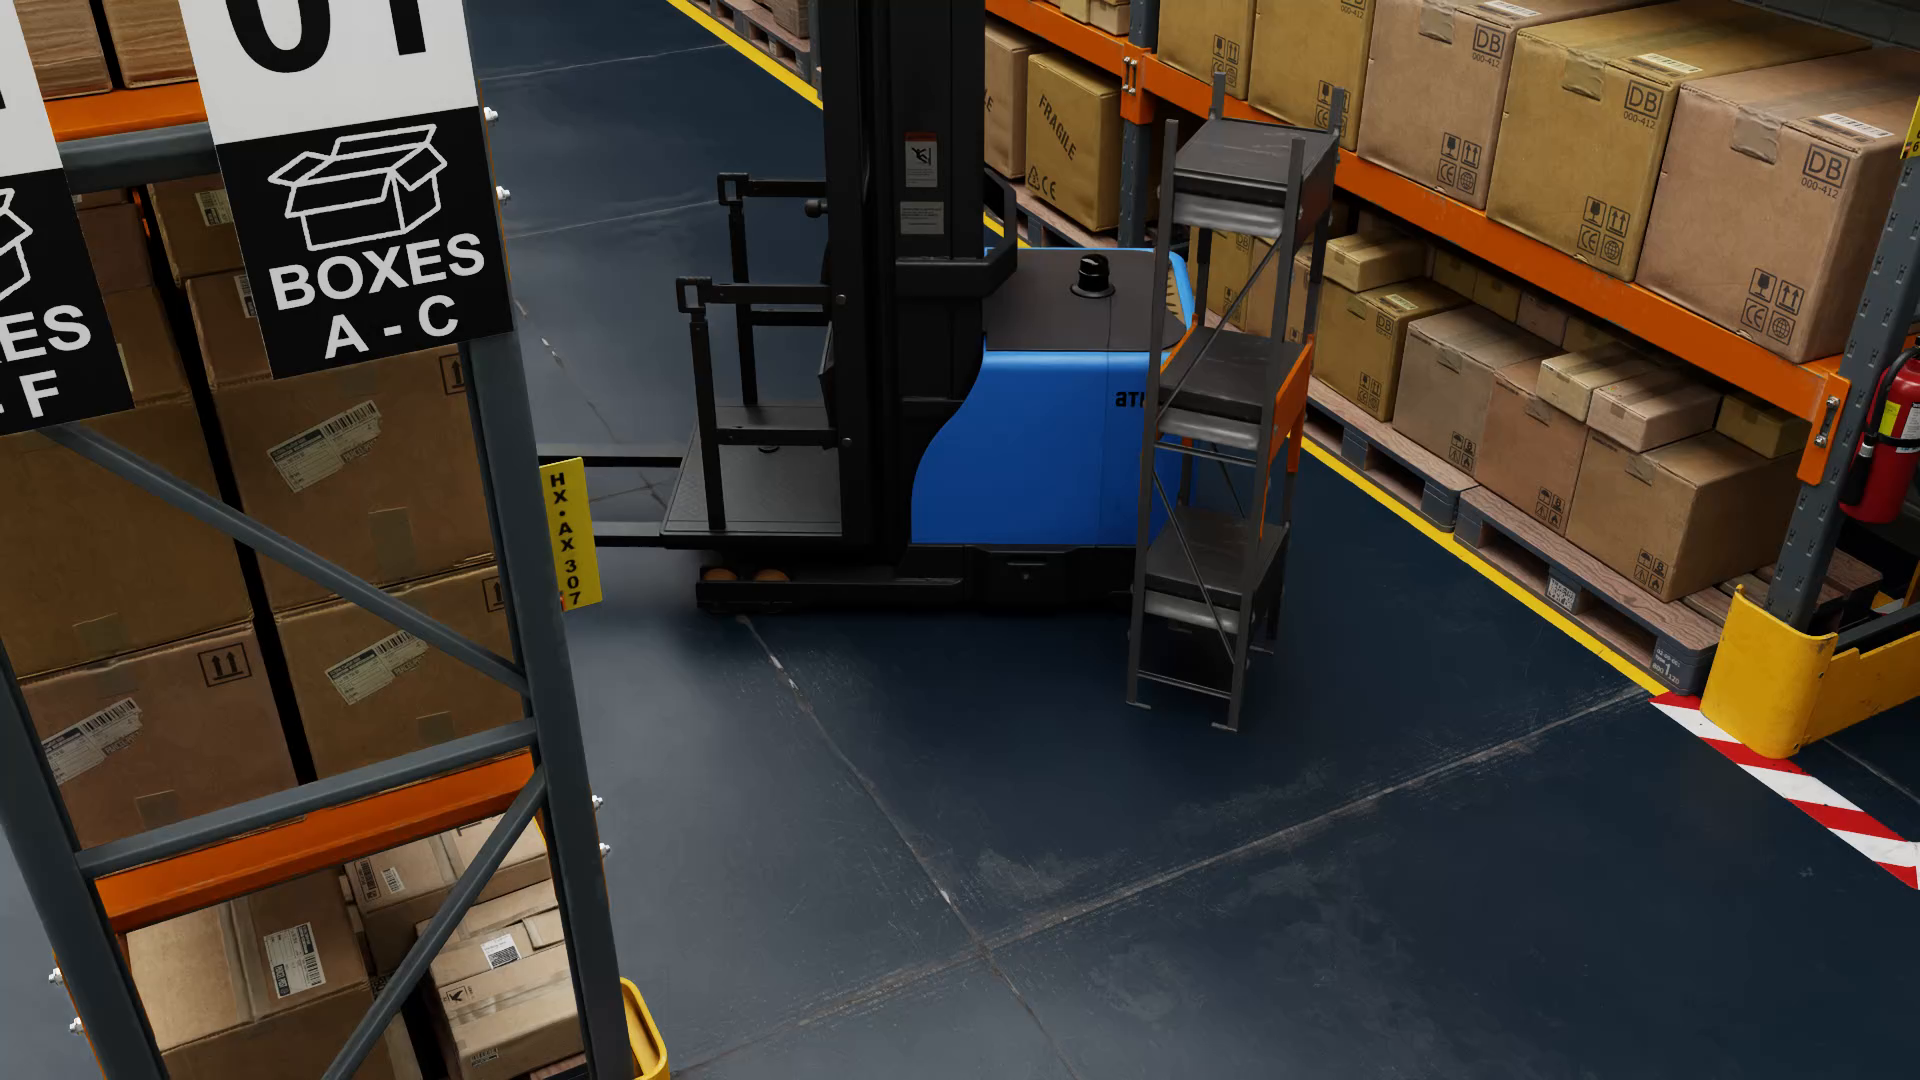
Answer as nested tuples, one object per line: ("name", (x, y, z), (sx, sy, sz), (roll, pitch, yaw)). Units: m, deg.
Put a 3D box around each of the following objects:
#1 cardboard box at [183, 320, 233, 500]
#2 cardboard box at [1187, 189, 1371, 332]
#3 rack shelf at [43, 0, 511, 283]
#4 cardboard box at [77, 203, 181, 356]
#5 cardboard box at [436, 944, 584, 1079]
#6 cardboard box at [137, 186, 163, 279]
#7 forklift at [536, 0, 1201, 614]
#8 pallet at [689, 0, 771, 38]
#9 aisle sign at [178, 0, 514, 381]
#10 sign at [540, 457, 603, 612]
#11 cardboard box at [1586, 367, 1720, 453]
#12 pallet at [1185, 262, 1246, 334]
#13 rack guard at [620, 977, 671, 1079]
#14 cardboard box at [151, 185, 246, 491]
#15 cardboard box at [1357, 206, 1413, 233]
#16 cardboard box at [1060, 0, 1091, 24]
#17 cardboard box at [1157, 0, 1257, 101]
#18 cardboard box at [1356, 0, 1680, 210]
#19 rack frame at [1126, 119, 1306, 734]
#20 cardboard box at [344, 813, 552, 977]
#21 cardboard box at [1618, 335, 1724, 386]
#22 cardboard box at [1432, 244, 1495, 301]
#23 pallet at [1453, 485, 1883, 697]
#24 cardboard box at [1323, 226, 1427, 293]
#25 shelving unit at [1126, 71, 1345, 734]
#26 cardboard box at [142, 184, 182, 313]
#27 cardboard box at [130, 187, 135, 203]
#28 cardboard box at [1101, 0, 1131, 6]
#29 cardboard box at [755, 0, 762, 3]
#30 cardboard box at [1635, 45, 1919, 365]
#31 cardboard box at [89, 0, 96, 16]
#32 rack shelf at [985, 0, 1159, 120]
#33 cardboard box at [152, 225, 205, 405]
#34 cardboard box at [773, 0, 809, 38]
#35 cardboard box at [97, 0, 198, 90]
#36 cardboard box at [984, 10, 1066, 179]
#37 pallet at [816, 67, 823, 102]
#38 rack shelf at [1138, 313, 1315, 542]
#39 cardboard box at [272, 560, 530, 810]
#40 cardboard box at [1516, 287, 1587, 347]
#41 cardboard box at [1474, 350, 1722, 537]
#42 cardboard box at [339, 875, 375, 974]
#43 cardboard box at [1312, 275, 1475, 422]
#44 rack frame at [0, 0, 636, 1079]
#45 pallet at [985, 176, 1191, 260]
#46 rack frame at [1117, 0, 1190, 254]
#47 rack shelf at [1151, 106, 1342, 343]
("cardboard box", (-1.681, -0.310, 4.360), (0.500, 0.500, 0.500), (-16, 36, -23))
("cardboard box", (1.543, -1.403, 8.086), (0.700, 0.500, 0.500), (-15, 36, -23))
("rack shelf", (-2.163, -1.419, 4.070), (1.077, 0.370, 4.000), (-16, 36, -23))
("cardboard box", (-1.917, -0.351, 3.498), (0.500, 0.500, 0.500), (-15, 36, -22))
("cardboard box", (-1.121, 1.225, 4.293), (0.380, 0.149, 0.250), (-16, 36, -23))
("cardboard box", (-2.635, -1.281, 5.877), (0.500, 0.500, 0.500), (-15, 36, -22))
("forklift", (-0.624, -1.240, 5.969), (3.031, 2.935, 1.130), (1, 33, 1))
("pallet", (-1.508, -4.350, 13.345), (1.003, 0.211, 1.213), (-16, 36, -23))
("aisle sign", (-0.939, -0.640, 2.559), (0.394, 0.787, 0.004), (-16, 36, -23))
("sign", (-0.750, -0.005, 3.175), (0.100, 0.325, 0.005), (-16, 36, -23))
("cardboard box", (2.514, -0.474, 6.035), (0.380, 0.149, 0.250), (-16, 36, -24))
("pallet", (1.571, -1.104, 8.278), (1.003, 0.211, 1.213), (-16, 36, -23))
("rack guard", (-1.266, 1.512, 3.927), (1.175, 0.500, 0.348), (-16, 36, -23))
("cardboard box", (-1.454, -0.493, 3.719), (0.500, 0.500, 0.500), (-15, 36, -23))
("cardboard box", (2.022, -1.418, 7.510), (0.380, 0.149, 0.250), (-17, 36, -25))
("cardboard box", (0.739, -2.768, 8.504), (0.380, 0.149, 0.250), (-15, 36, -22))
("cardboard box", (1.524, -2.524, 7.631), (0.980, 0.700, 0.700), (-15, 36, -22))
("cardboard box", (2.207, -1.830, 6.547), (0.980, 0.700, 0.700), (-18, 37, -25))
("rack frame", (0.769, -0.265, 5.218), (0.400, 2.100, 0.015), (13, 35, 20))
("cardboard box", (-1.466, 0.899, 4.707), (0.500, 0.250, 0.500), (-16, 36, -23))
("cardboard box", (2.734, -0.690, 6.374), (0.380, 0.149, 0.250), (-16, 36, -23))
("cardboard box", (2.260, -1.174, 7.129), (0.380, 0.149, 0.250), (-17, 36, -24))
("pallet", (2.708, 0.060, 6.460), (1.003, 0.211, 1.213), (-16, 36, -23))
("cardboard box", (1.785, -1.217, 7.196), (0.380, 0.149, 0.250), (-17, 36, -24))
("shelving unit", (0.866, -0.386, 5.406), (0.431, 2.100, 0.503), (13, 35, 20))
("cardboard box", (-1.921, -0.975, 4.472), (0.500, 0.500, 0.500), (-16, 36, -24))
("cardboard box", (-2.857, -0.900, 5.281), (0.500, 0.500, 0.500), (-15, 36, -22))
("cardboard box", (0.847, -2.994, 8.255), (0.500, 0.500, 0.500), (-16, 36, -24))
("cardboard box", (-1.355, -4.538, 12.962), (0.700, 0.500, 0.500), (-16, 36, -23))
("cardboard box", (2.904, -1.119, 5.438), (0.980, 0.700, 0.700), (-14, 35, -21))
("cardboard box", (-1.926, -1.124, 3.083), (0.500, 0.250, 0.500), (-16, 36, -23))
("rack shelf", (0.353, -3.312, 9.807), (1.077, 0.370, 4.000), (-16, 36, -23))
("cardboard box", (-2.152, -0.791, 5.111), (0.500, 0.500, 0.500), (-15, 36, -22))
("cardboard box", (-0.961, -4.033, 12.174), (0.700, 0.500, 0.500), (-15, 36, -22))
("cardboard box", (-1.245, -1.013, 2.909), (0.500, 0.250, 0.500), (-16, 36, -23))
("cardboard box", (0.450, -2.633, 9.683), (0.750, 0.750, 0.750), (-15, 35, -22))
("pallet", (-0.279, -3.000, 11.238), (1.003, 0.211, 1.213), (-16, 36, -23))
("rack shelf", (0.866, -0.375, 5.413), (0.431, 0.518, 0.480), (13, 35, 20))
("cardboard box", (-1.204, 0.176, 3.603), (0.500, 0.500, 0.500), (-15, 36, -22))
("cardboard box", (2.498, -0.931, 6.750), (0.380, 0.149, 0.250), (-15, 36, -22))
("cardboard box", (2.502, -0.424, 6.559), (0.700, 0.500, 0.500), (-16, 36, -23))
("cardboard box", (-1.811, 1.090, 4.487), (0.380, 0.166, 0.250), (-16, 36, -23))
("cardboard box", (2.012, -0.916, 7.328), (0.700, 0.500, 0.500), (-15, 36, -22))
("rack frame", (-1.227, 0.495, 3.197), (0.949, 2.616, 0.053), (-16, 36, -23))
("pallet", (0.859, -1.836, 9.420), (1.003, 0.211, 1.213), (-16, 36, -23))
("rack frame", (1.285, -2.661, 8.123), (1.000, 3.000, 0.127), (-16, 36, -23))
("rack shelf", (0.866, -0.964, 5.036), (0.431, 0.518, 0.480), (13, 35, 20))
